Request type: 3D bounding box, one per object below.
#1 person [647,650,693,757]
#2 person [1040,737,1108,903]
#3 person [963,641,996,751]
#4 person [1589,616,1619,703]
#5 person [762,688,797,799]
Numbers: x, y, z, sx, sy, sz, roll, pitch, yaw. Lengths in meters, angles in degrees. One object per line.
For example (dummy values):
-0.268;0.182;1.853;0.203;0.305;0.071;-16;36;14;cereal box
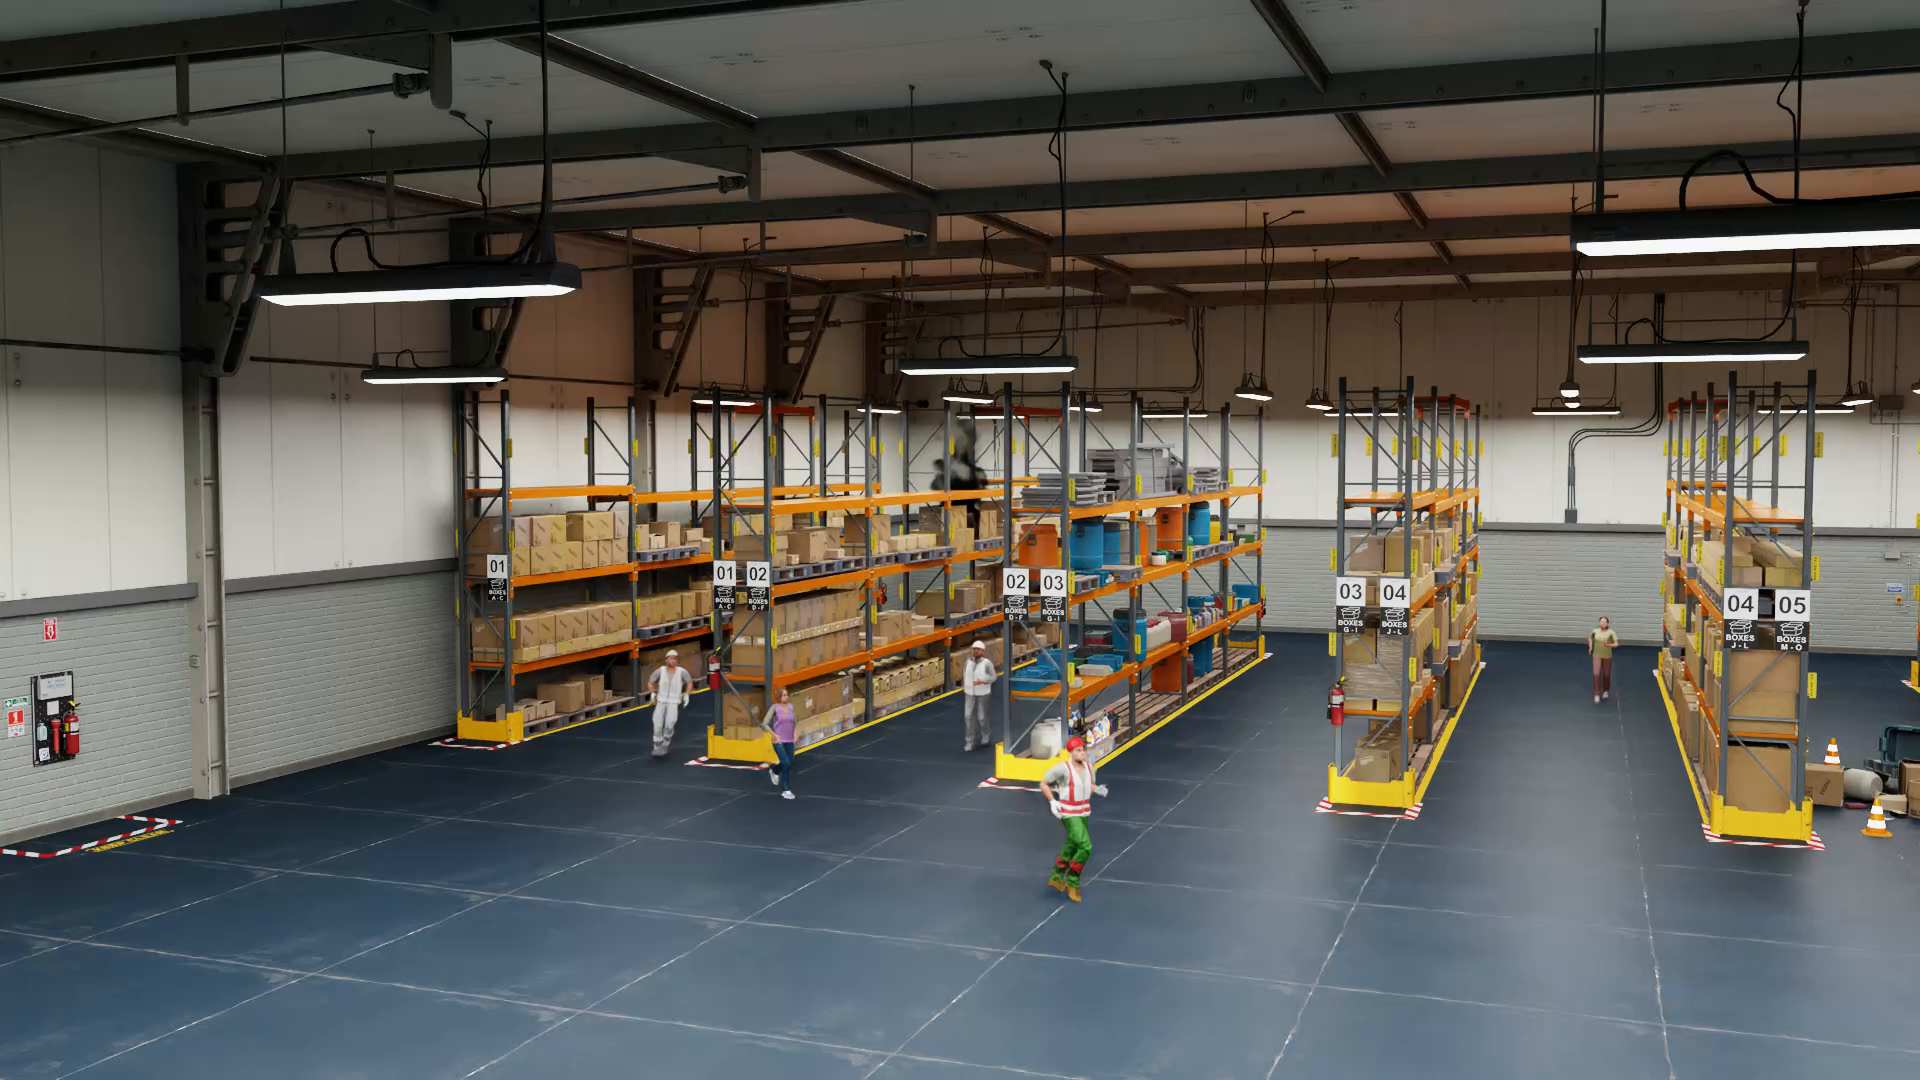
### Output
-4.712;2.643;26.911;0.719;1.724;0.601;0;3;-3;person
1.304;3.105;18.516;0.737;1.832;0.616;3;4;45;person
0.308;2.525;27.771;0.661;1.692;0.704;1;3;20;person
12.688;2.330;32.821;0.577;1.664;0.946;2;4;26;person
-2.591;2.910;23.989;0.537;1.573;0.673;-3;4;-39;person
